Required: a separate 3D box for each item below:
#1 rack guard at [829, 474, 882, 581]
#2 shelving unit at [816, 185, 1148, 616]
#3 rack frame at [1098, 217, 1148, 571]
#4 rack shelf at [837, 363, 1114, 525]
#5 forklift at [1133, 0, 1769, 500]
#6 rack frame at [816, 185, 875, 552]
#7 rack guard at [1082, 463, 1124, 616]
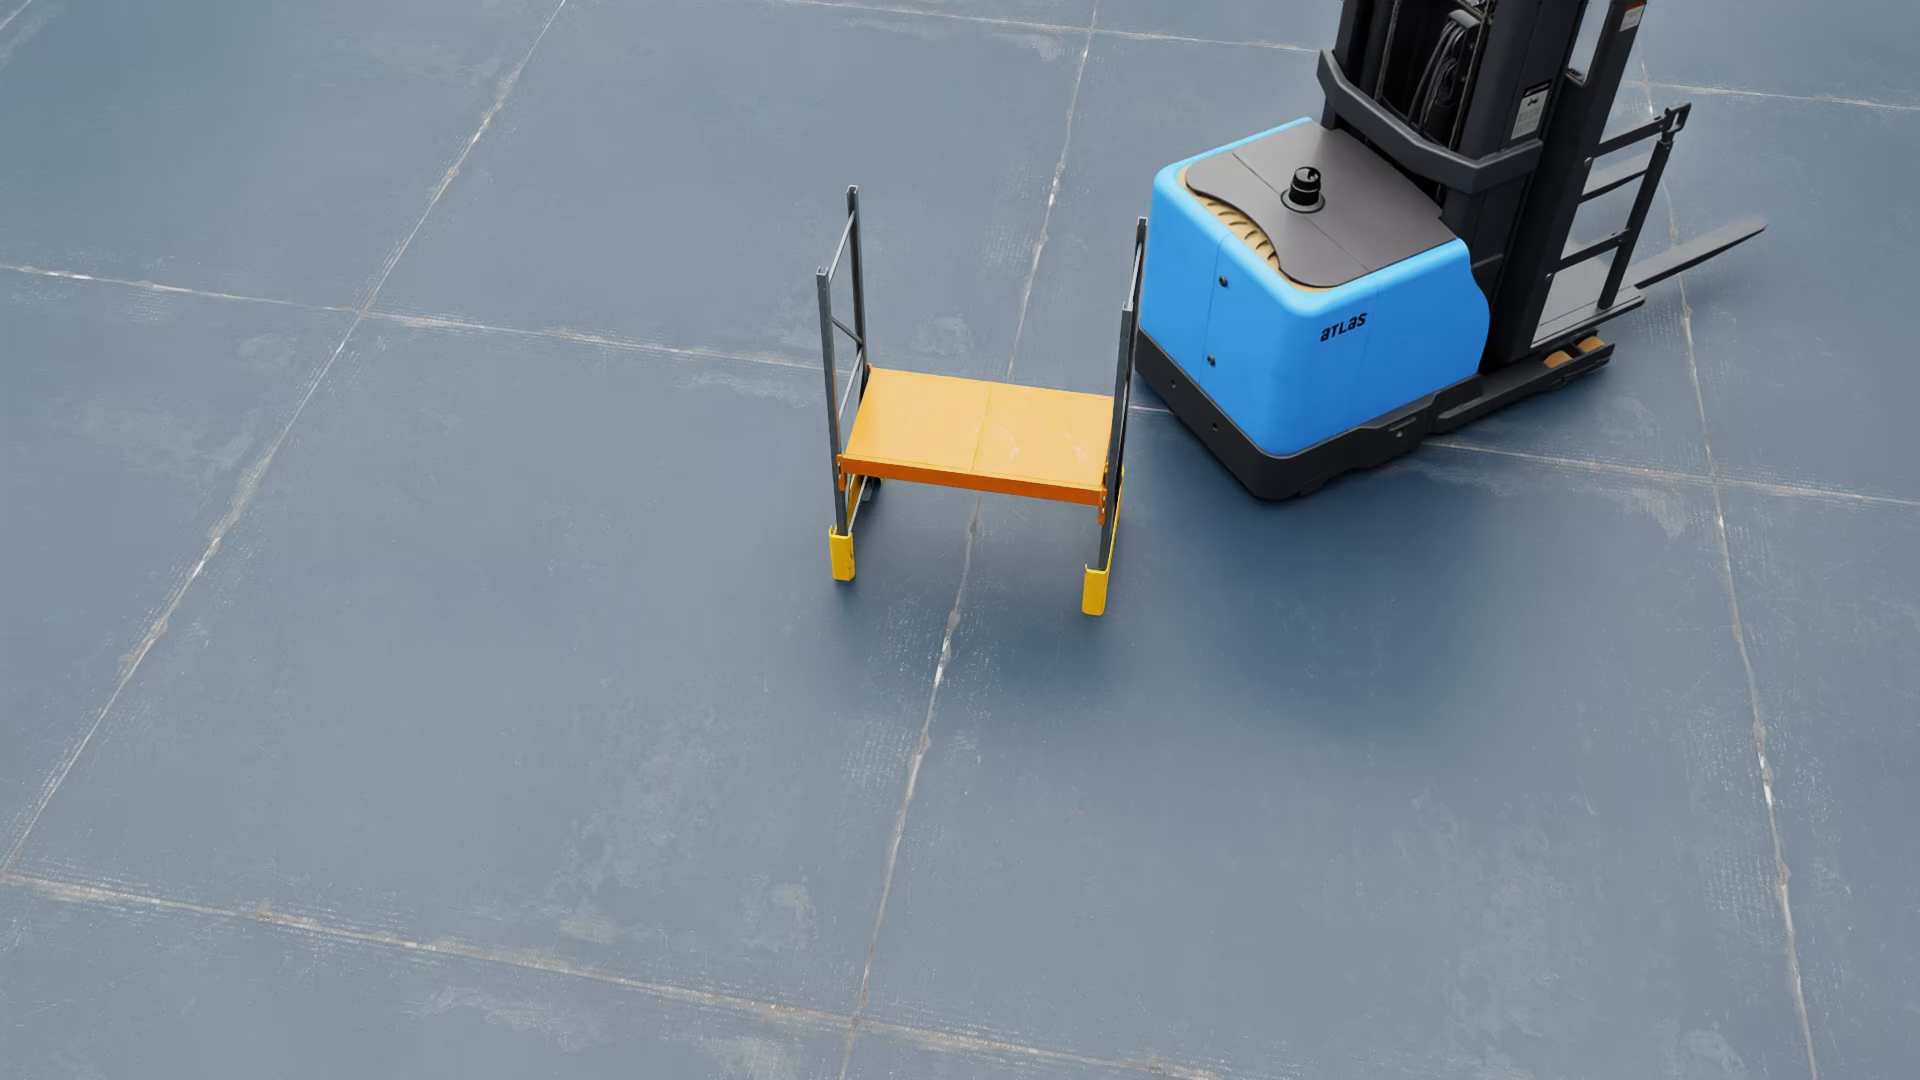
[{"bbox_3d":[-0.415,-0.139,6.679,0.087,0.250,0.587,8,49,7],"label":"rack guard"},{"bbox_3d":[0.075,-0.491,6.155,1.083,1.500,0.587,8,49,7],"label":"shelving unit"},{"bbox_3d":[0.584,-0.423,6.094,0.032,1.500,0.500,8,49,7],"label":"rack frame"},{"bbox_3d":[0.084,-0.370,6.288,1.000,0.185,0.538,8,49,7],"label":"rack shelf"},{"bbox_3d":[2.292,-1.964,6.516,3.031,2.935,1.130,-23,52,-19],"label":"forklift"},{"bbox_3d":[-0.416,-0.557,6.214,0.032,1.500,0.500,8,49,7],"label":"rack frame"},{"bbox_3d":[0.565,-0.008,6.561,0.087,0.250,0.587,8,49,7],"label":"rack guard"}]
